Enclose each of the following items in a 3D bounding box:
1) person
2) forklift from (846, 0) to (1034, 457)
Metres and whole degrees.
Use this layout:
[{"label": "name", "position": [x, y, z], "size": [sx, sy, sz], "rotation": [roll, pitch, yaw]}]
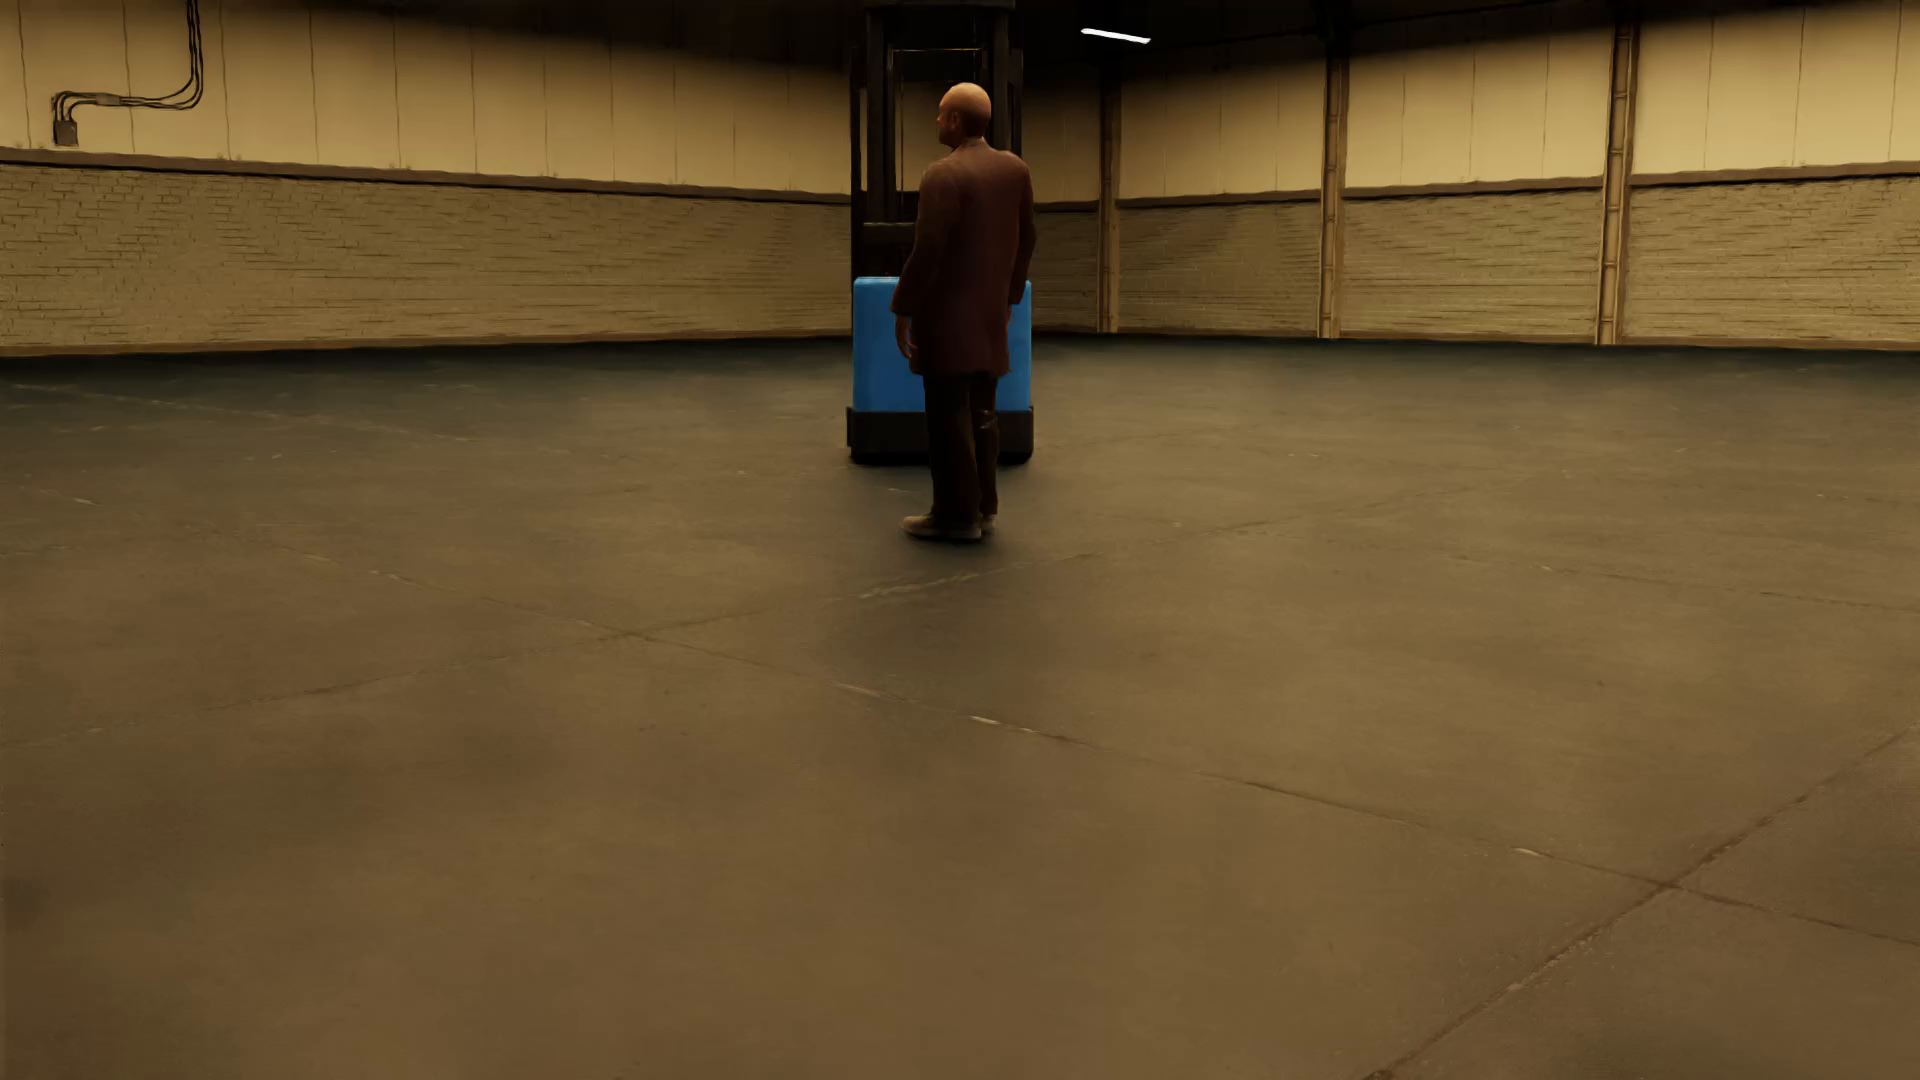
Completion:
[{"label": "person", "position": [-0.062, -0.896, 6.650], "size": [0.580, 1.776, 0.694], "rotation": [8, 12, 43]}, {"label": "forklift", "position": [-0.161, -2.104, 10.845], "size": [1.130, 2.935, 3.031], "rotation": [0, 9, -2]}]
